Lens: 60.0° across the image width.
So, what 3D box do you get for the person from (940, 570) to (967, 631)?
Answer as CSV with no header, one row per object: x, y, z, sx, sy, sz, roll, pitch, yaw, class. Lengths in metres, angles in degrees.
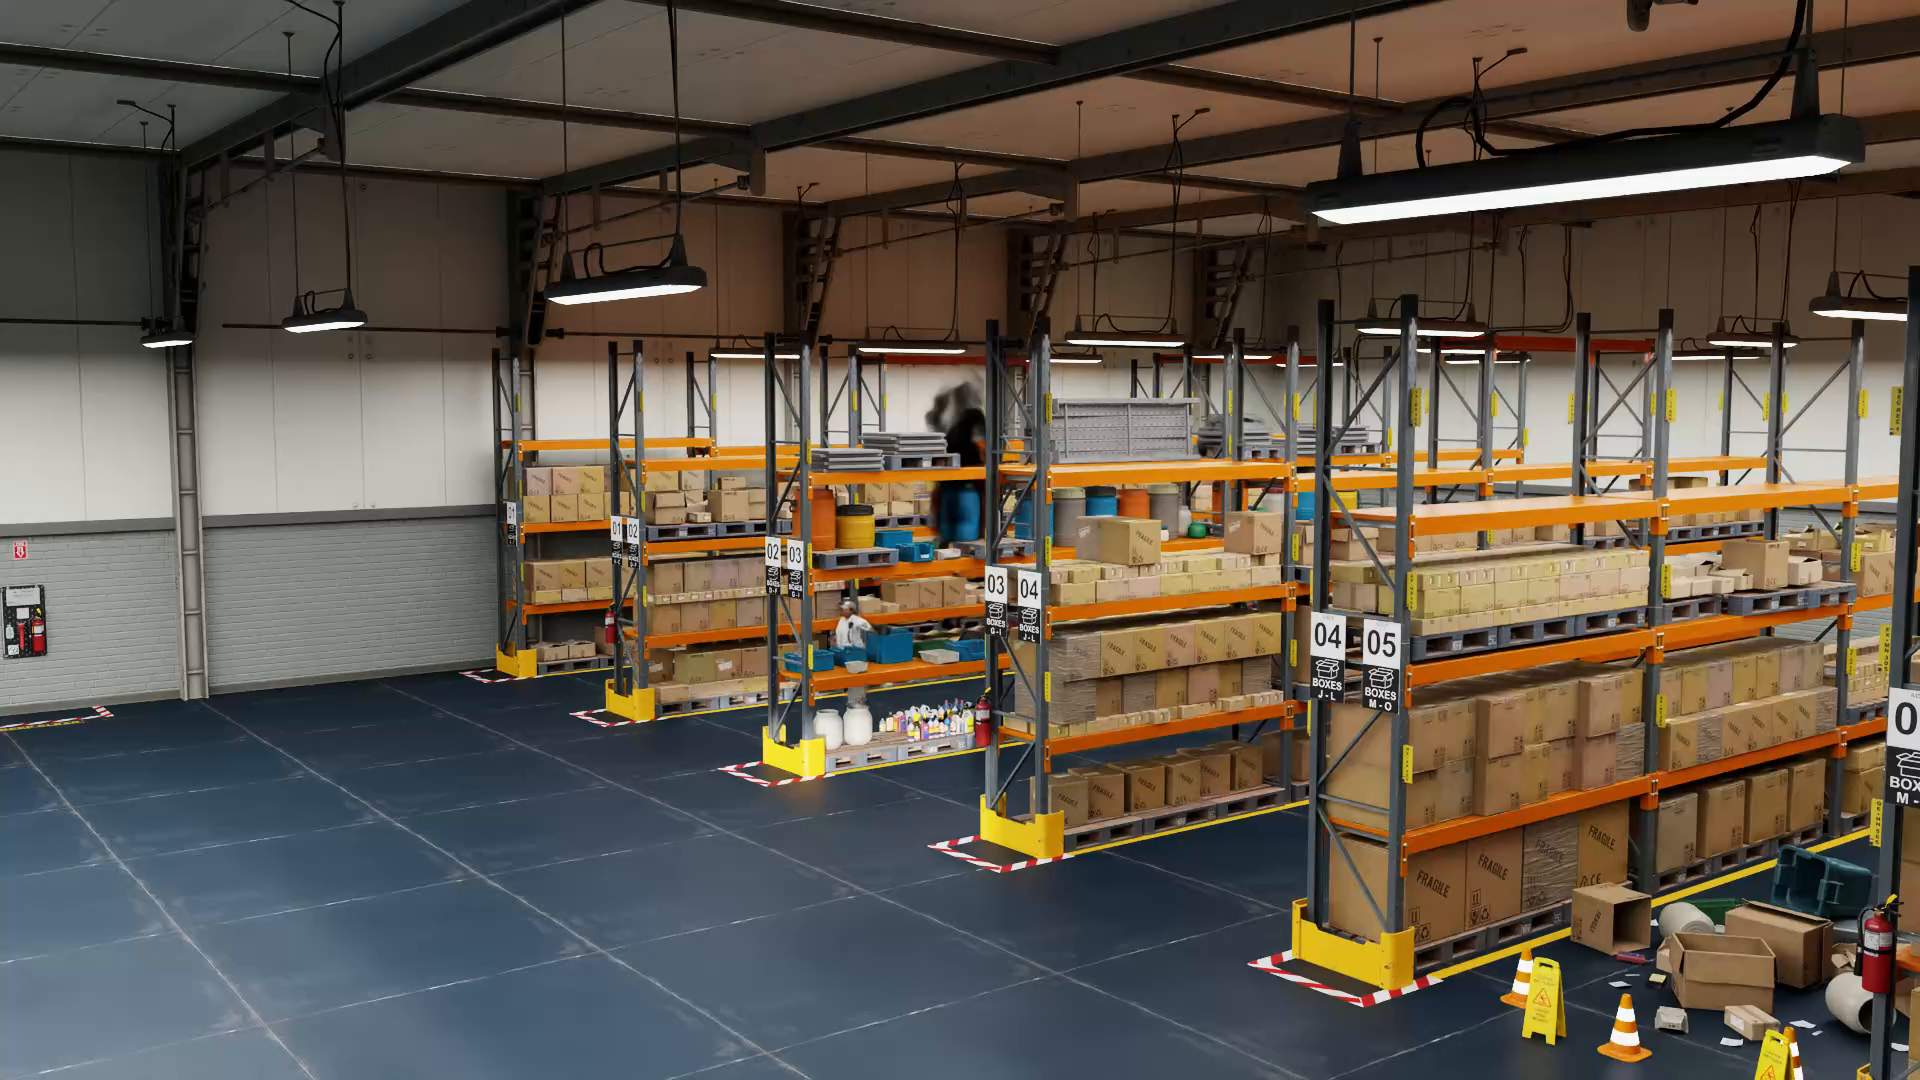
-0.150,1.338,33.939,0.644,1.680,0.591,4,7,41,person

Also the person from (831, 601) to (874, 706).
-1.695,1.832,25.704,0.692,1.791,0.613,-4,7,-40,person
